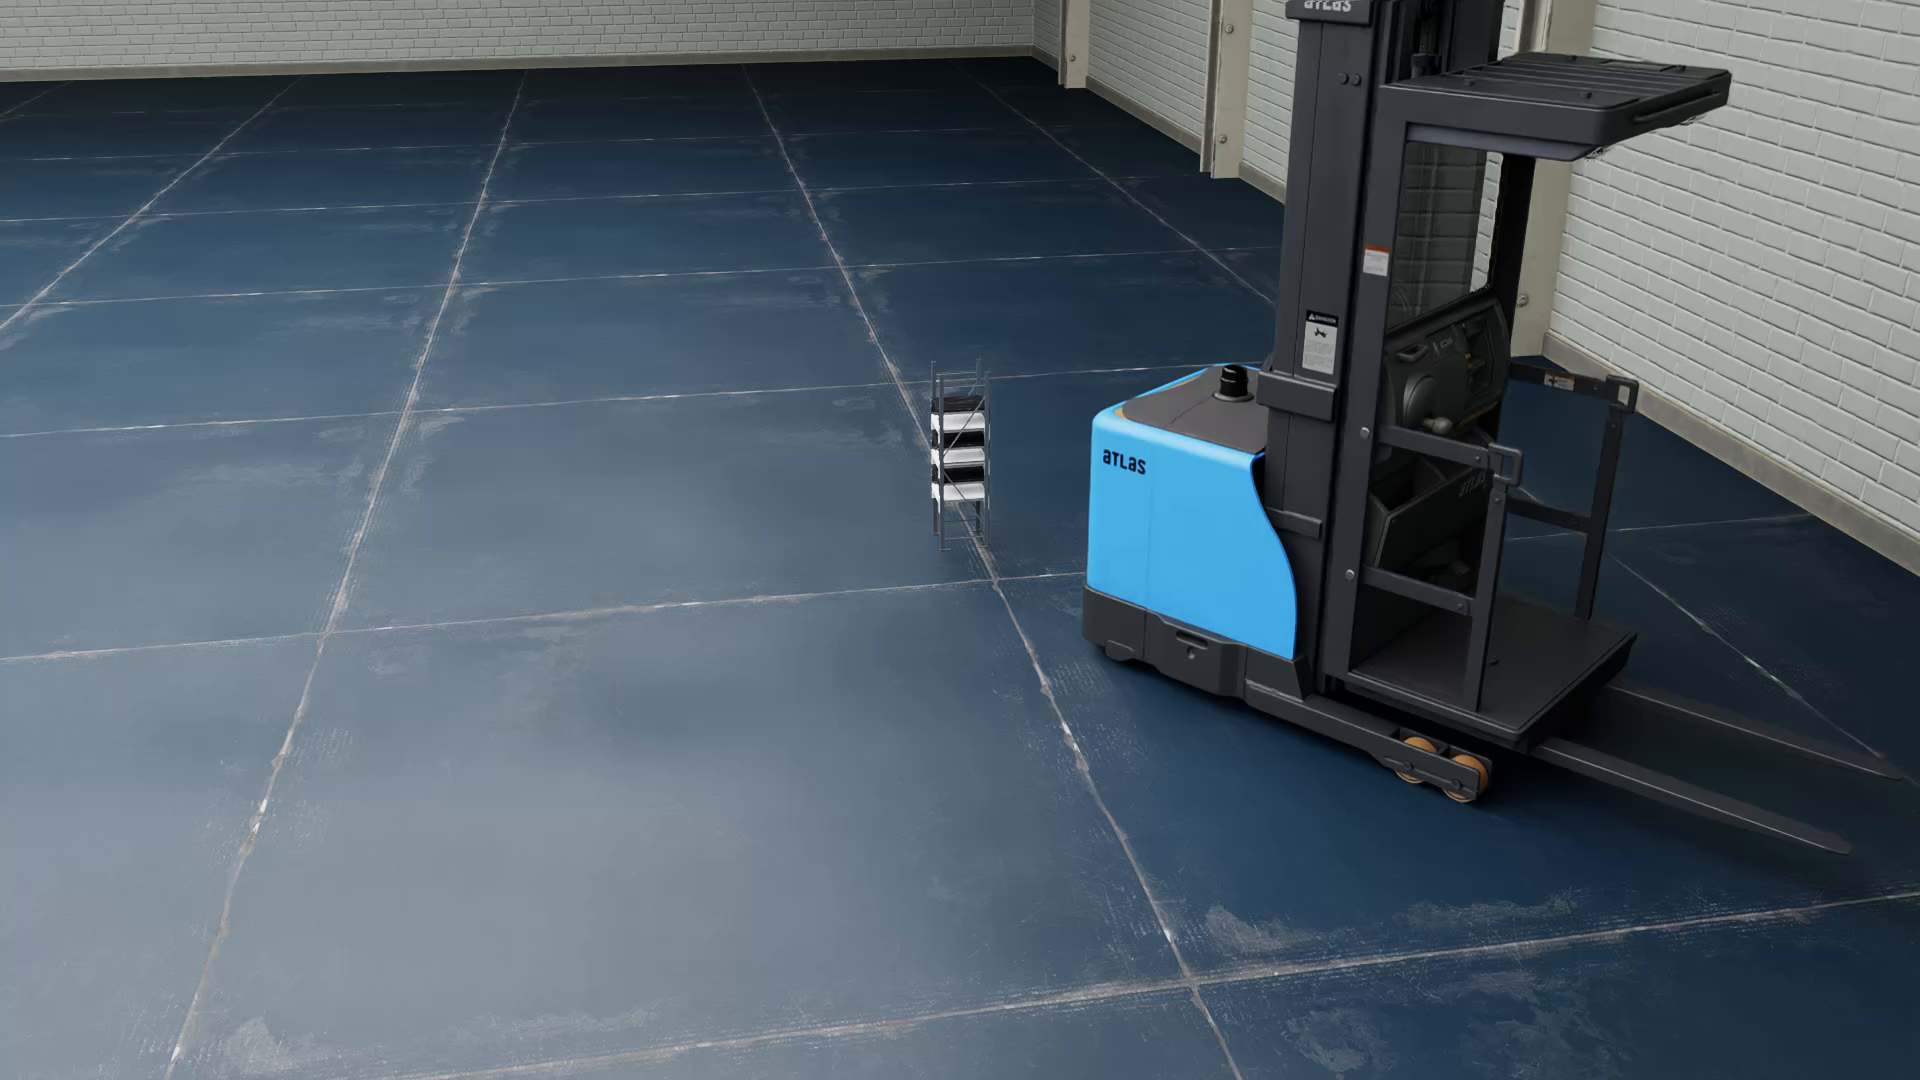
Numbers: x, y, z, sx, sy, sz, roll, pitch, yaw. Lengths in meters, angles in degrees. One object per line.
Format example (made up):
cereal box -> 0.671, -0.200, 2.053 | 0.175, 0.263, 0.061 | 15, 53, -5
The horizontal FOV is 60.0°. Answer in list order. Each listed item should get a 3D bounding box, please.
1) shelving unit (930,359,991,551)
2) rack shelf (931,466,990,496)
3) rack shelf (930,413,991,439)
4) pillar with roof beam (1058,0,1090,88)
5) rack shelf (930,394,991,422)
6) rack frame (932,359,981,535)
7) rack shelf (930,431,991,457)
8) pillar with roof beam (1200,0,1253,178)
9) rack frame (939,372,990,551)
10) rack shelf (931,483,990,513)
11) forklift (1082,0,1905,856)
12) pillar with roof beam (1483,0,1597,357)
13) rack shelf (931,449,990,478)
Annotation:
shelving unit -> 0.001, -0.409, 8.063 | 0.258, 0.900, 0.210 | -4, 24, -10
rack shelf -> 0.001, -0.296, 8.112 | 0.258, 0.077, 0.200 | -4, 24, -10
rack shelf -> 0.001, -0.544, 8.004 | 0.258, 0.077, 0.200 | -4, 24, -10
pillar with roof beam -> -2.732, -9.827, 19.508 | 9.100, 9.000, 0.400 | -4, 24, -10
rack shelf -> 0.001, -0.626, 7.968 | 0.258, 0.077, 0.200 | -4, 24, -10
rack frame -> -0.017, -0.449, 8.154 | 0.240, 0.900, 0.006 | -4, 24, -10
rack shelf -> 0.001, -0.461, 8.040 | 0.258, 0.077, 0.200 | -4, 24, -10
pillar with roof beam -> -1.623, -7.467, 14.105 | 9.100, 9.000, 0.400 | -4, 24, -10
rack frame -> 0.020, -0.369, 7.971 | 0.240, 0.900, 0.006 | -4, 24, -10
rack shelf -> 0.001, -0.214, 8.148 | 0.258, 0.077, 0.200 | -4, 24, -10
forklift -> 1.959, -0.626, 6.020 | 3.031, 2.935, 1.130 | 20, 30, 38
pillar with roof beam -> -0.513, -5.107, 8.701 | 9.100, 9.000, 0.400 | -4, 24, -10
rack shelf -> 0.001, -0.379, 8.076 | 0.258, 0.077, 0.200 | -4, 24, -10
